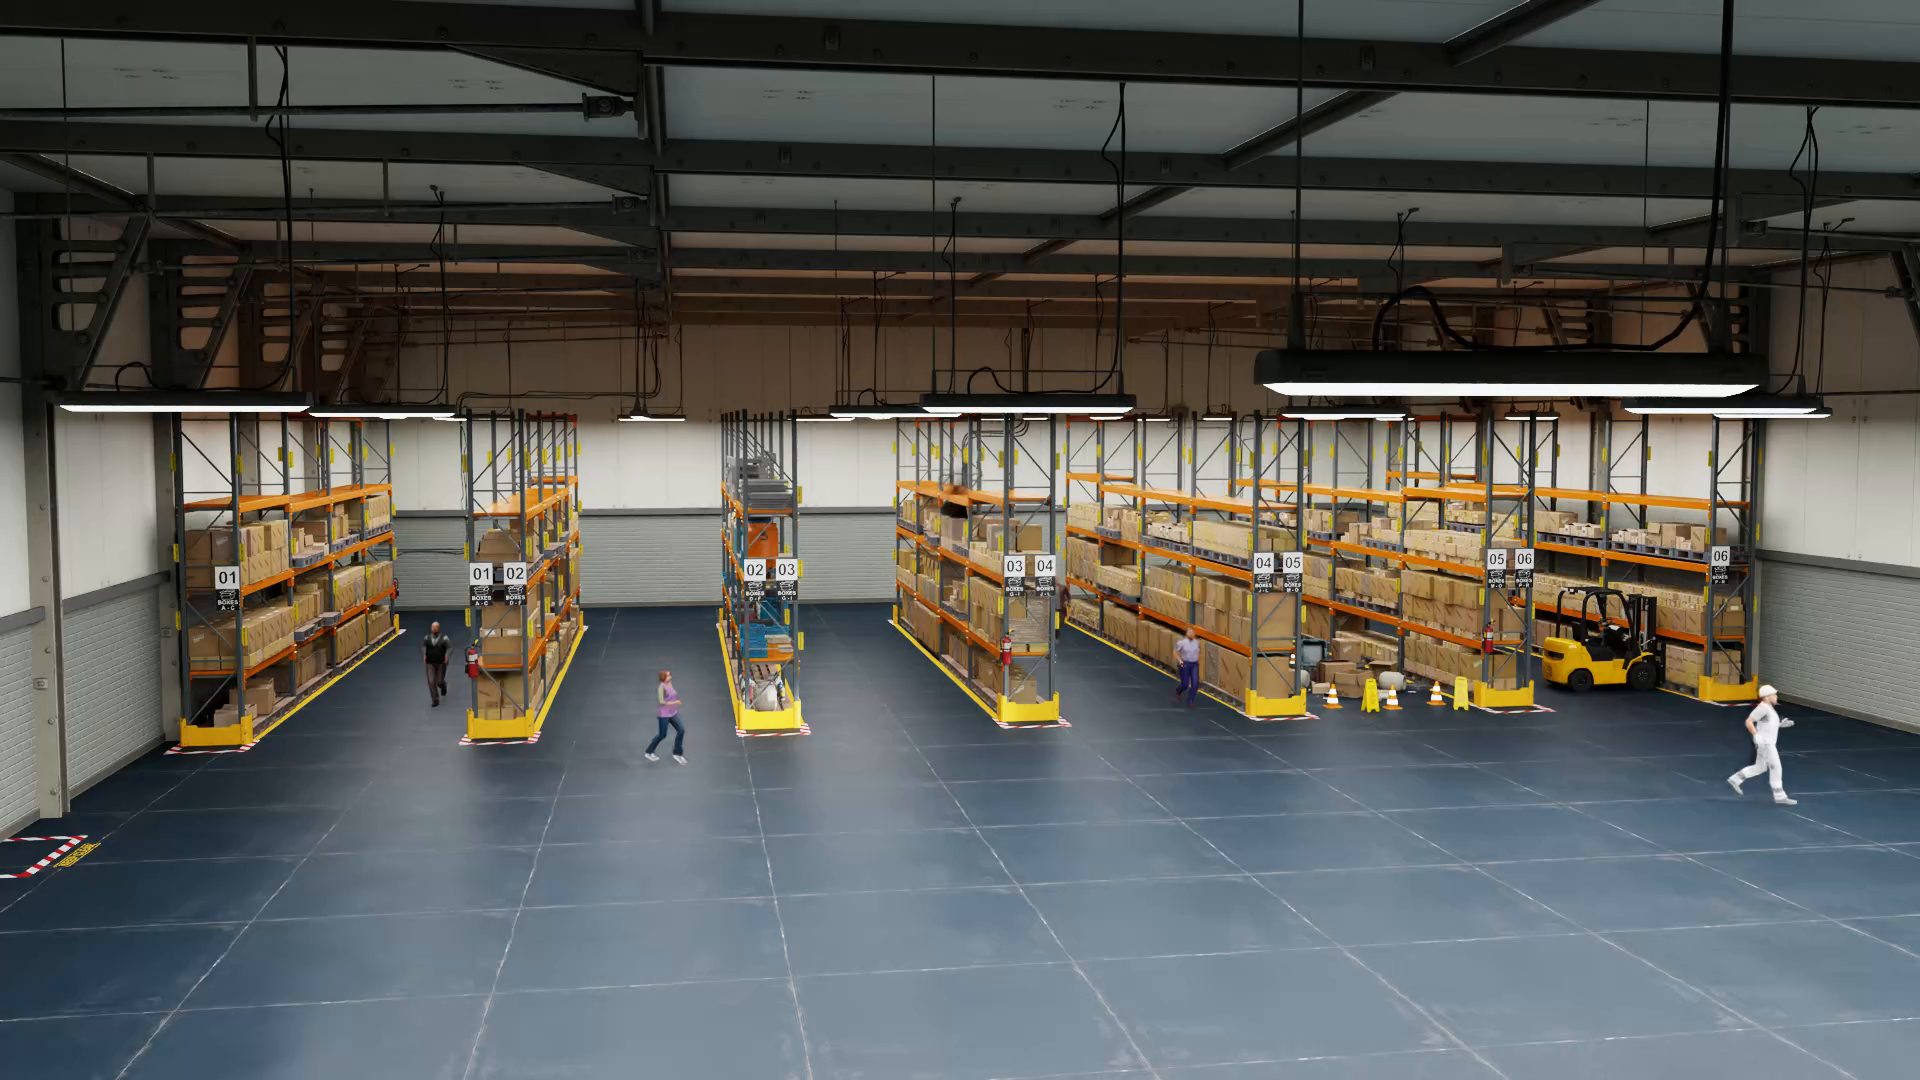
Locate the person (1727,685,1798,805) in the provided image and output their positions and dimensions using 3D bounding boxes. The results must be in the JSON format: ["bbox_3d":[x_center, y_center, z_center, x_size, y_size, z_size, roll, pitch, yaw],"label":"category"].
[{"bbox_3d":[12.078,3.059,25.001,0.978,1.768,0.658,2,5,30],"label":"person"}]

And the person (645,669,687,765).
[{"bbox_3d":[-4.950,2.992,28.029,0.734,1.598,0.543,2,4,21],"label":"person"}]

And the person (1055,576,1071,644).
[{"bbox_3d":[2.559,1.814,43.696,0.708,1.762,0.732,0,4,-3],"label":"person"}]

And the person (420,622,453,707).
[{"bbox_3d":[-10.698,2.524,33.974,0.660,1.692,0.703,0,4,-7],"label":"person"}]

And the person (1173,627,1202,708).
[{"bbox_3d":[4.629,2.577,33.705,0.627,1.601,0.651,-1,4,-15],"label":"person"}]
